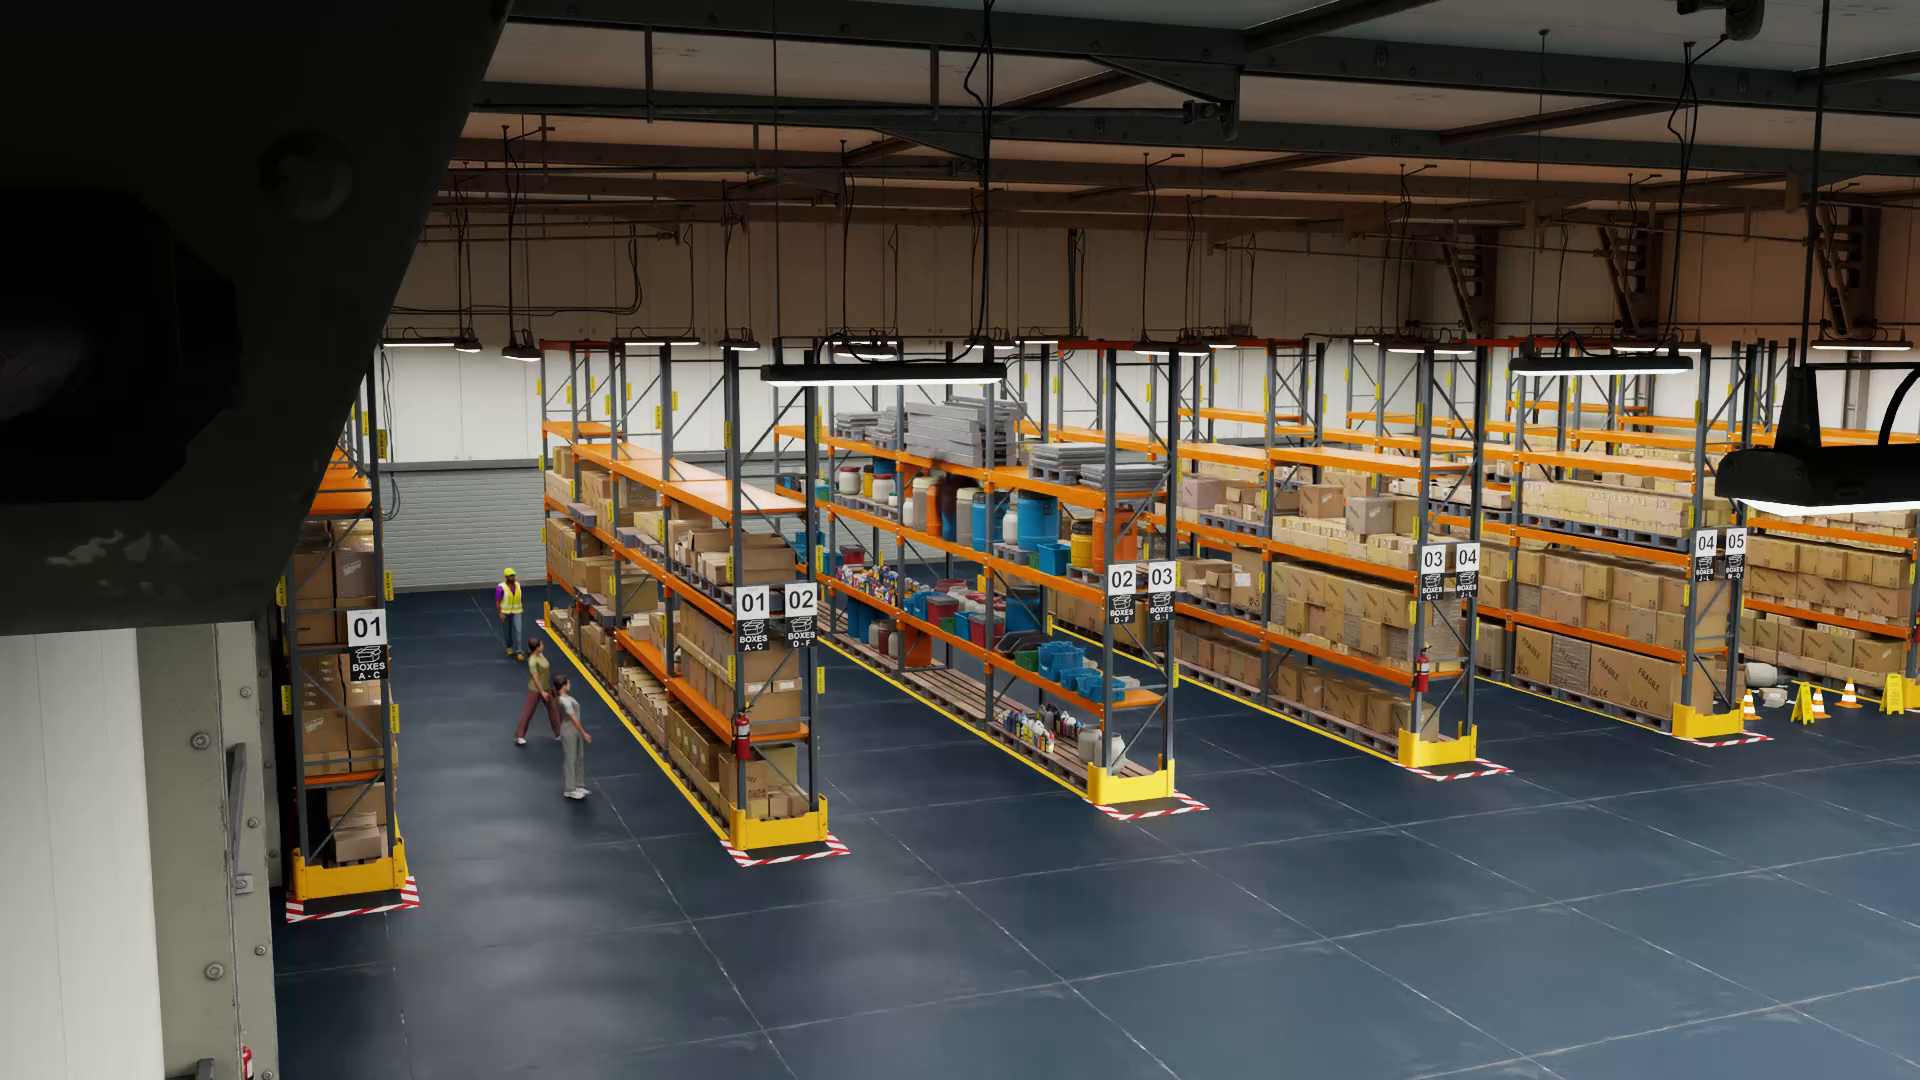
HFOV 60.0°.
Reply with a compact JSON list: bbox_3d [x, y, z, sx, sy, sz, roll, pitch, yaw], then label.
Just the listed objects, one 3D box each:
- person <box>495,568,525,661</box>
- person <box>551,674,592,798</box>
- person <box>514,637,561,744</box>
[{"bbox_3d":[-8.491,1.378,31.368,0.532,1.701,1.030,-2,8,-16],"label":"person"},{"bbox_3d":[-5.178,2.633,22.257,0.540,1.710,0.473,0,7,1],"label":"person"},{"bbox_3d":[-6.316,2.259,25.116,0.864,1.627,0.539,2,8,15],"label":"person"}]
